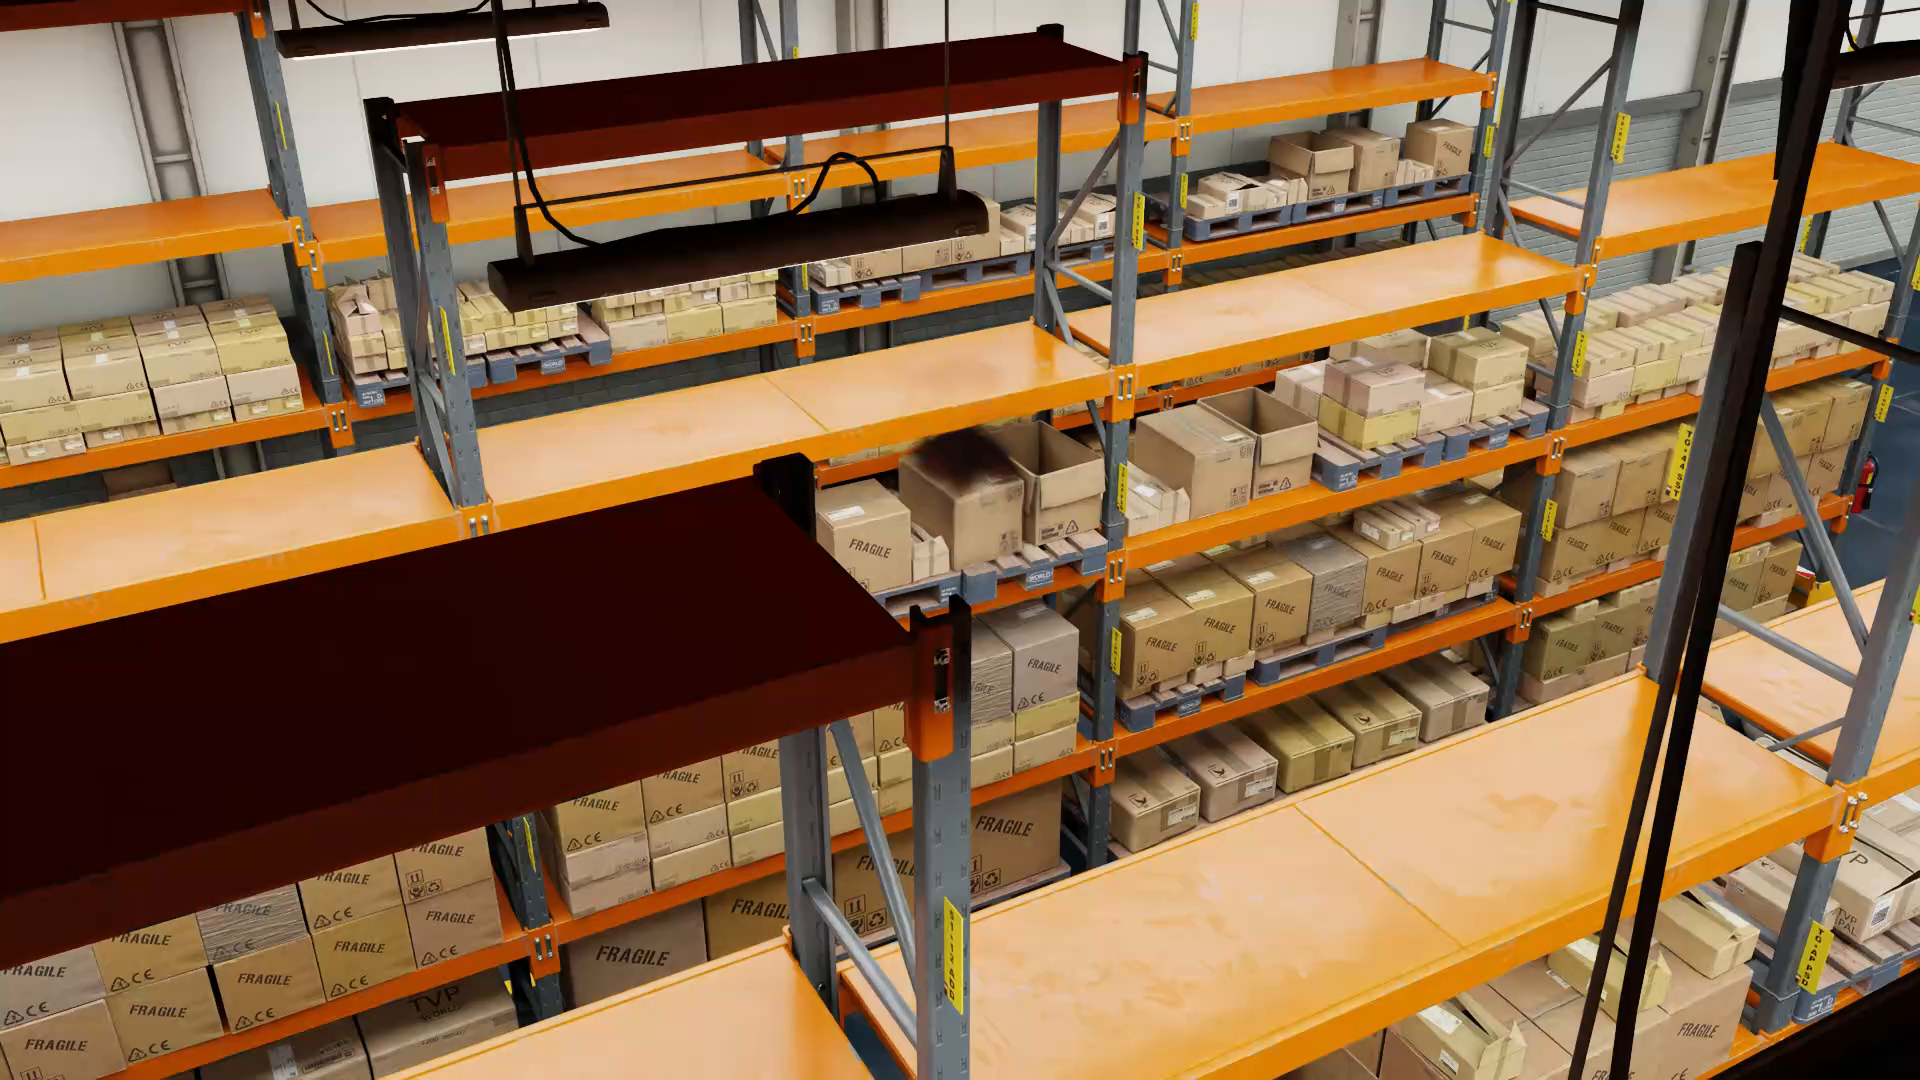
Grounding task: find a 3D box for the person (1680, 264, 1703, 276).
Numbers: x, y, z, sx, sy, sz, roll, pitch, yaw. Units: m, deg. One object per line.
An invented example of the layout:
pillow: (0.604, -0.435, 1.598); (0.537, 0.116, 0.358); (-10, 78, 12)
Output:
person: (8.570, -2.499, 19.903); (0.572, 1.690, 0.397); (-16, 32, -28)
